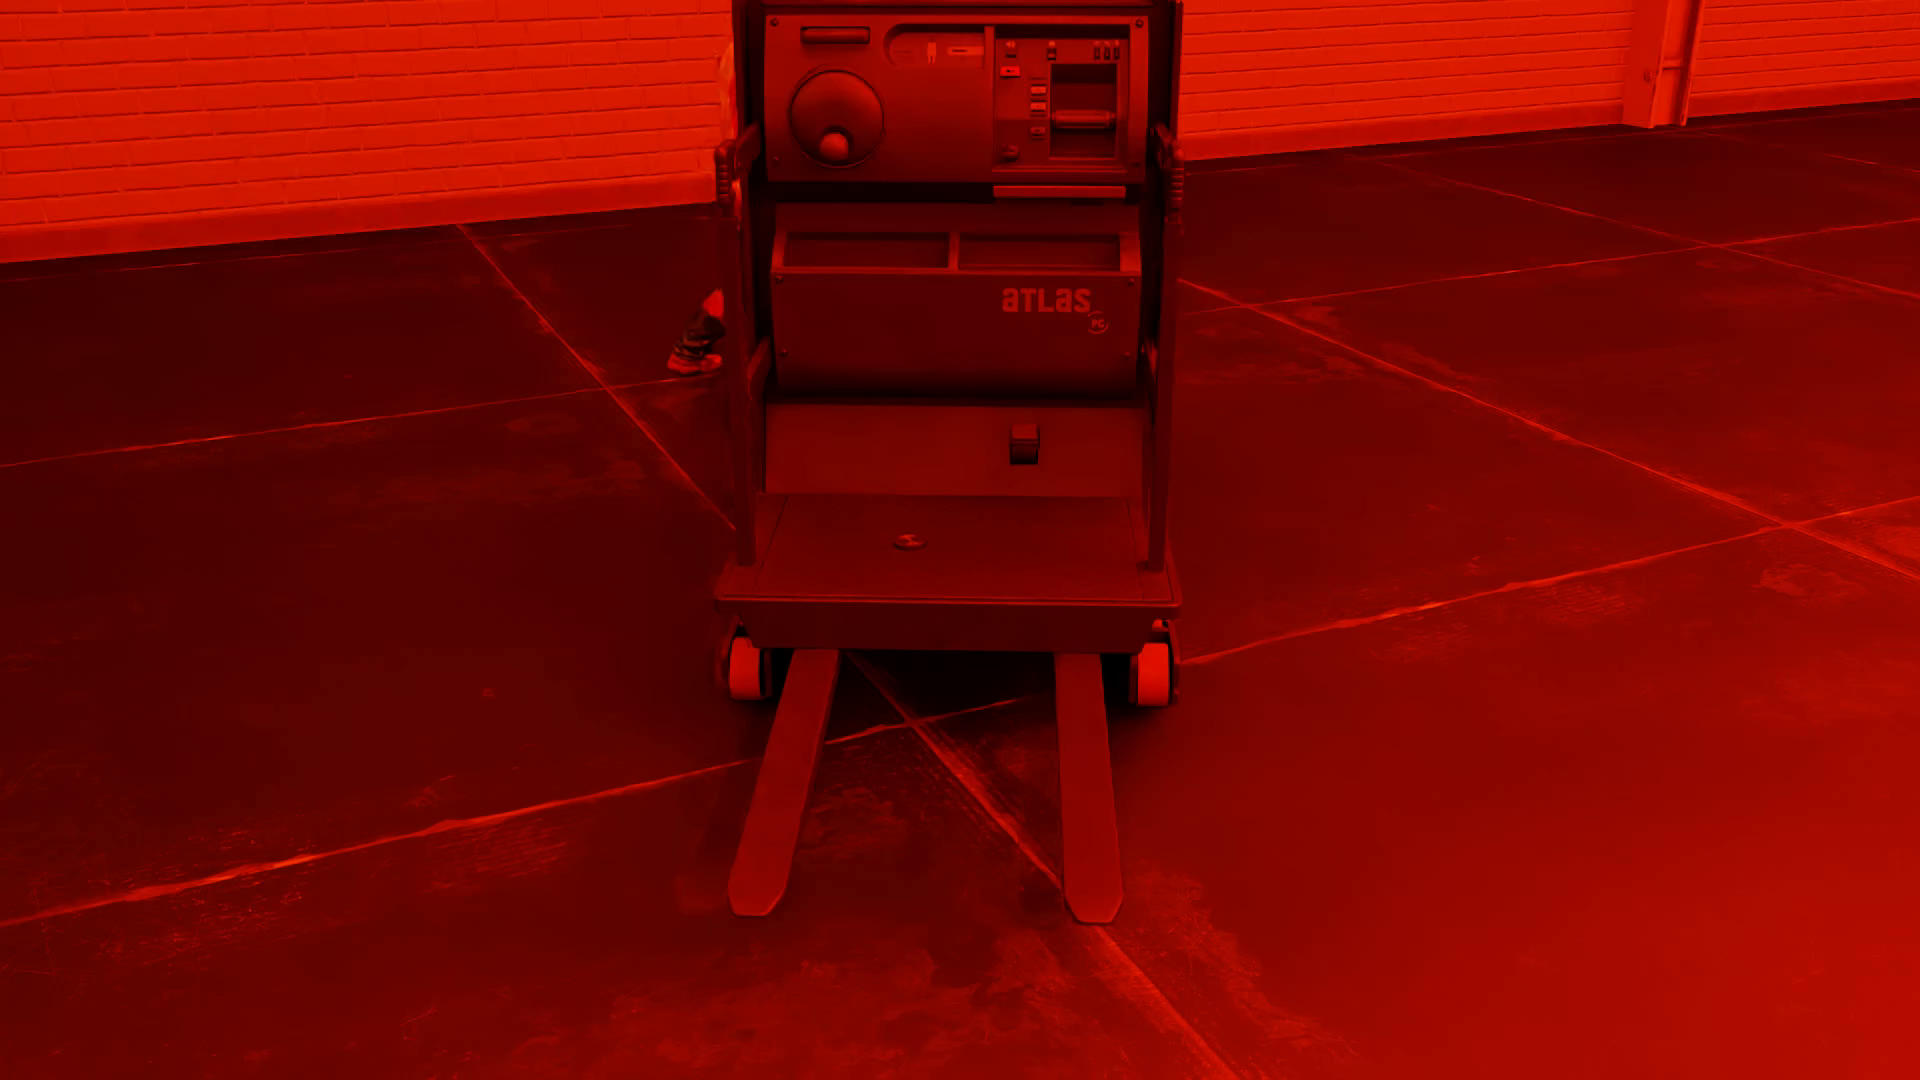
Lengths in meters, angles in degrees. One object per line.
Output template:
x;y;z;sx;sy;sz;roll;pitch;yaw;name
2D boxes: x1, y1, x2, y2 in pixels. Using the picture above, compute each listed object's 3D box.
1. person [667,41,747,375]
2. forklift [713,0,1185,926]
-0.584;-1.318;6.234;0.995;1.608;1.042;-8;24;-19;person
-0.015;-1.062;3.843;1.130;2.935;3.031;1;23;2;forklift
